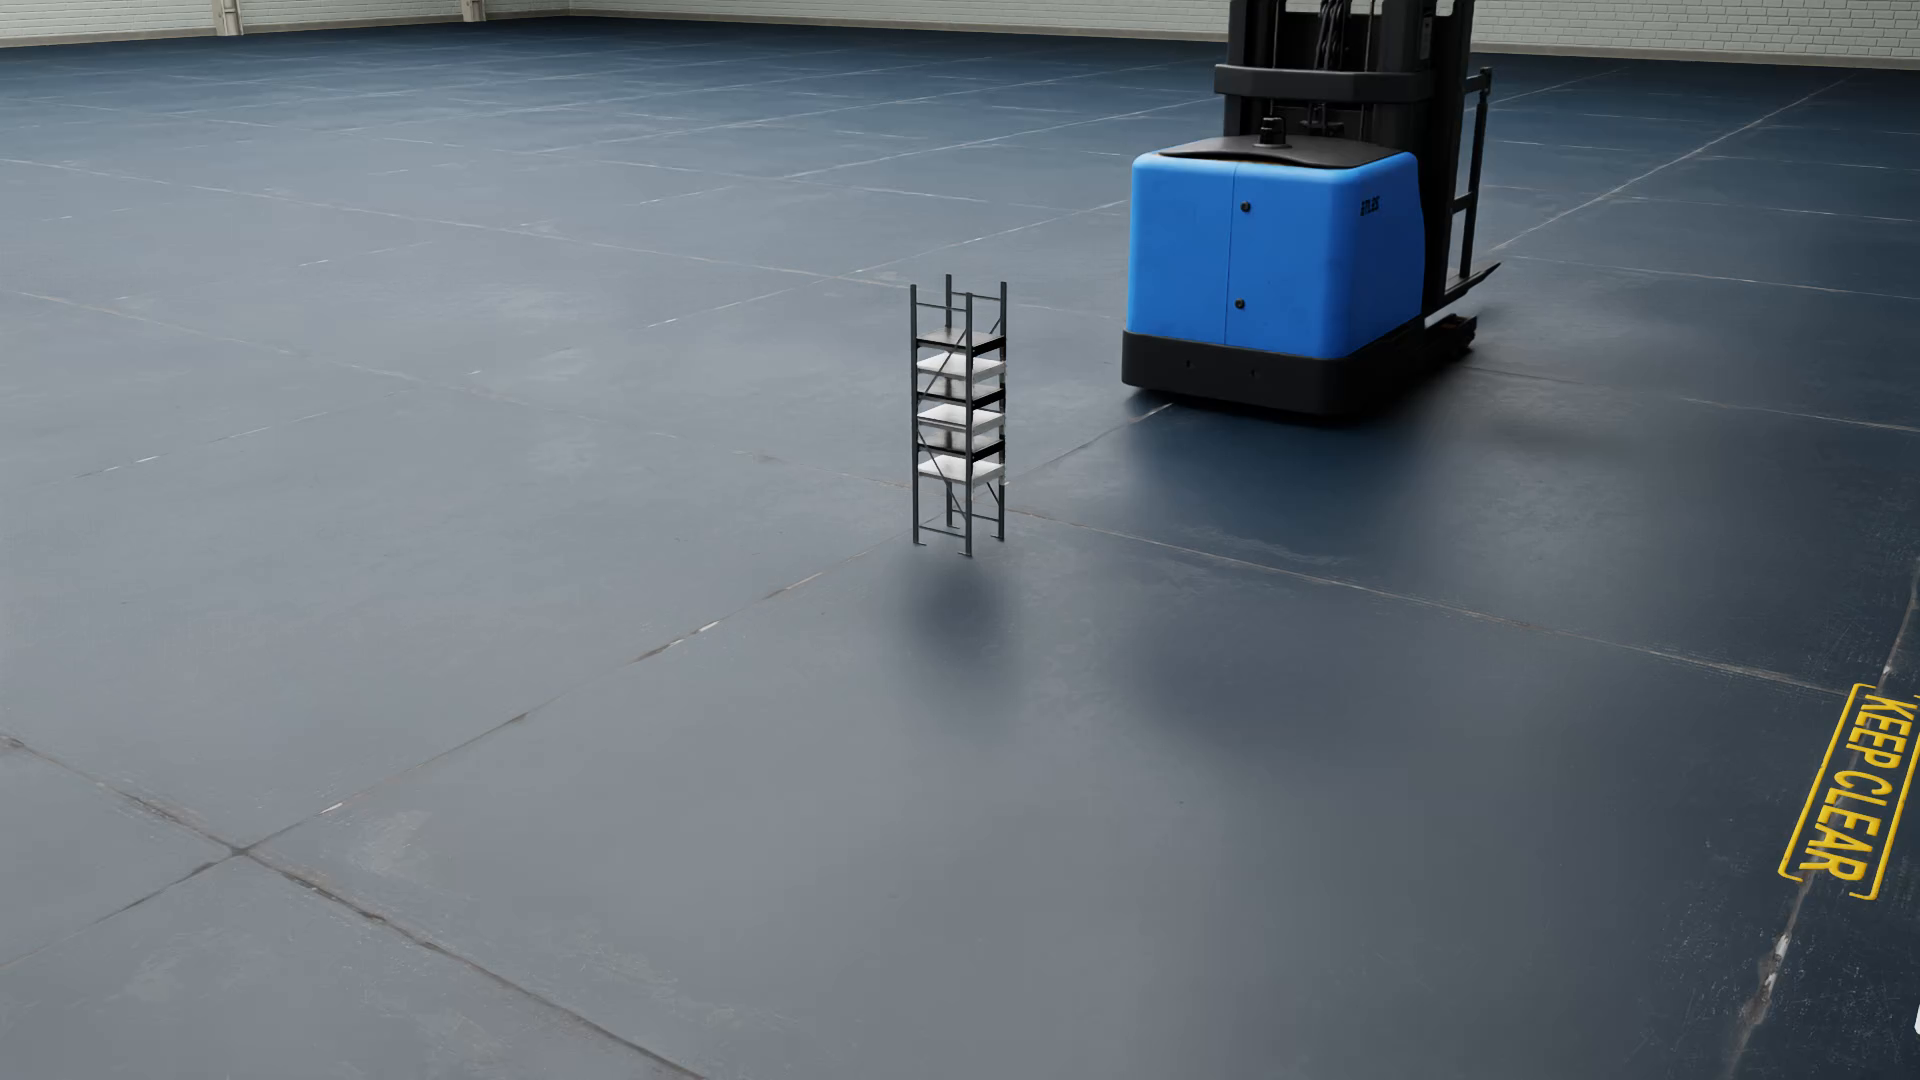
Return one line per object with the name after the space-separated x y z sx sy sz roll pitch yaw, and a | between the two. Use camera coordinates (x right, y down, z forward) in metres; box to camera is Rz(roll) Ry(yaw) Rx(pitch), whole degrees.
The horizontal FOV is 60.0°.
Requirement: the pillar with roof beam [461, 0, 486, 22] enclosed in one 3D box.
-7.194 -14.875 33.009 9.100 9.000 0.400 13 24 32 | pillar with roof beam

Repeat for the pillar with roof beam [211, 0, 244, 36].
-10.567 -13.154 28.355 9.100 9.000 0.400 13 24 32 | pillar with roof beam

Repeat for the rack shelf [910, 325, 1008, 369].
-0.005 -0.642 5.520 0.258 0.077 0.200 13 24 32 | rack shelf

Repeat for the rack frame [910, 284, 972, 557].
-0.062 -0.391 5.524 0.240 0.900 0.006 13 24 32 | rack frame

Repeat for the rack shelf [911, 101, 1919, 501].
7.441 -2.202 11.321 6.000 0.275 18.464 13 24 32 | rack shelf

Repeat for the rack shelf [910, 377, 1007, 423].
-0.005 -0.473 5.583 0.258 0.077 0.200 13 24 32 | rack shelf

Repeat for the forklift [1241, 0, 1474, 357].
1.947 -2.354 7.905 1.121 2.935 3.031 12 24 30 | forklift

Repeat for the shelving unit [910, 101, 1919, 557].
7.439 -2.494 11.210 6.000 0.900 18.469 13 24 32 | shelving unit

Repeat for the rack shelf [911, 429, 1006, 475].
-0.005 -0.304 5.645 0.258 0.077 0.200 13 24 32 | rack shelf

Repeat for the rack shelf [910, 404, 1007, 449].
-0.005 -0.388 5.614 0.258 0.077 0.200 13 24 32 | rack shelf
